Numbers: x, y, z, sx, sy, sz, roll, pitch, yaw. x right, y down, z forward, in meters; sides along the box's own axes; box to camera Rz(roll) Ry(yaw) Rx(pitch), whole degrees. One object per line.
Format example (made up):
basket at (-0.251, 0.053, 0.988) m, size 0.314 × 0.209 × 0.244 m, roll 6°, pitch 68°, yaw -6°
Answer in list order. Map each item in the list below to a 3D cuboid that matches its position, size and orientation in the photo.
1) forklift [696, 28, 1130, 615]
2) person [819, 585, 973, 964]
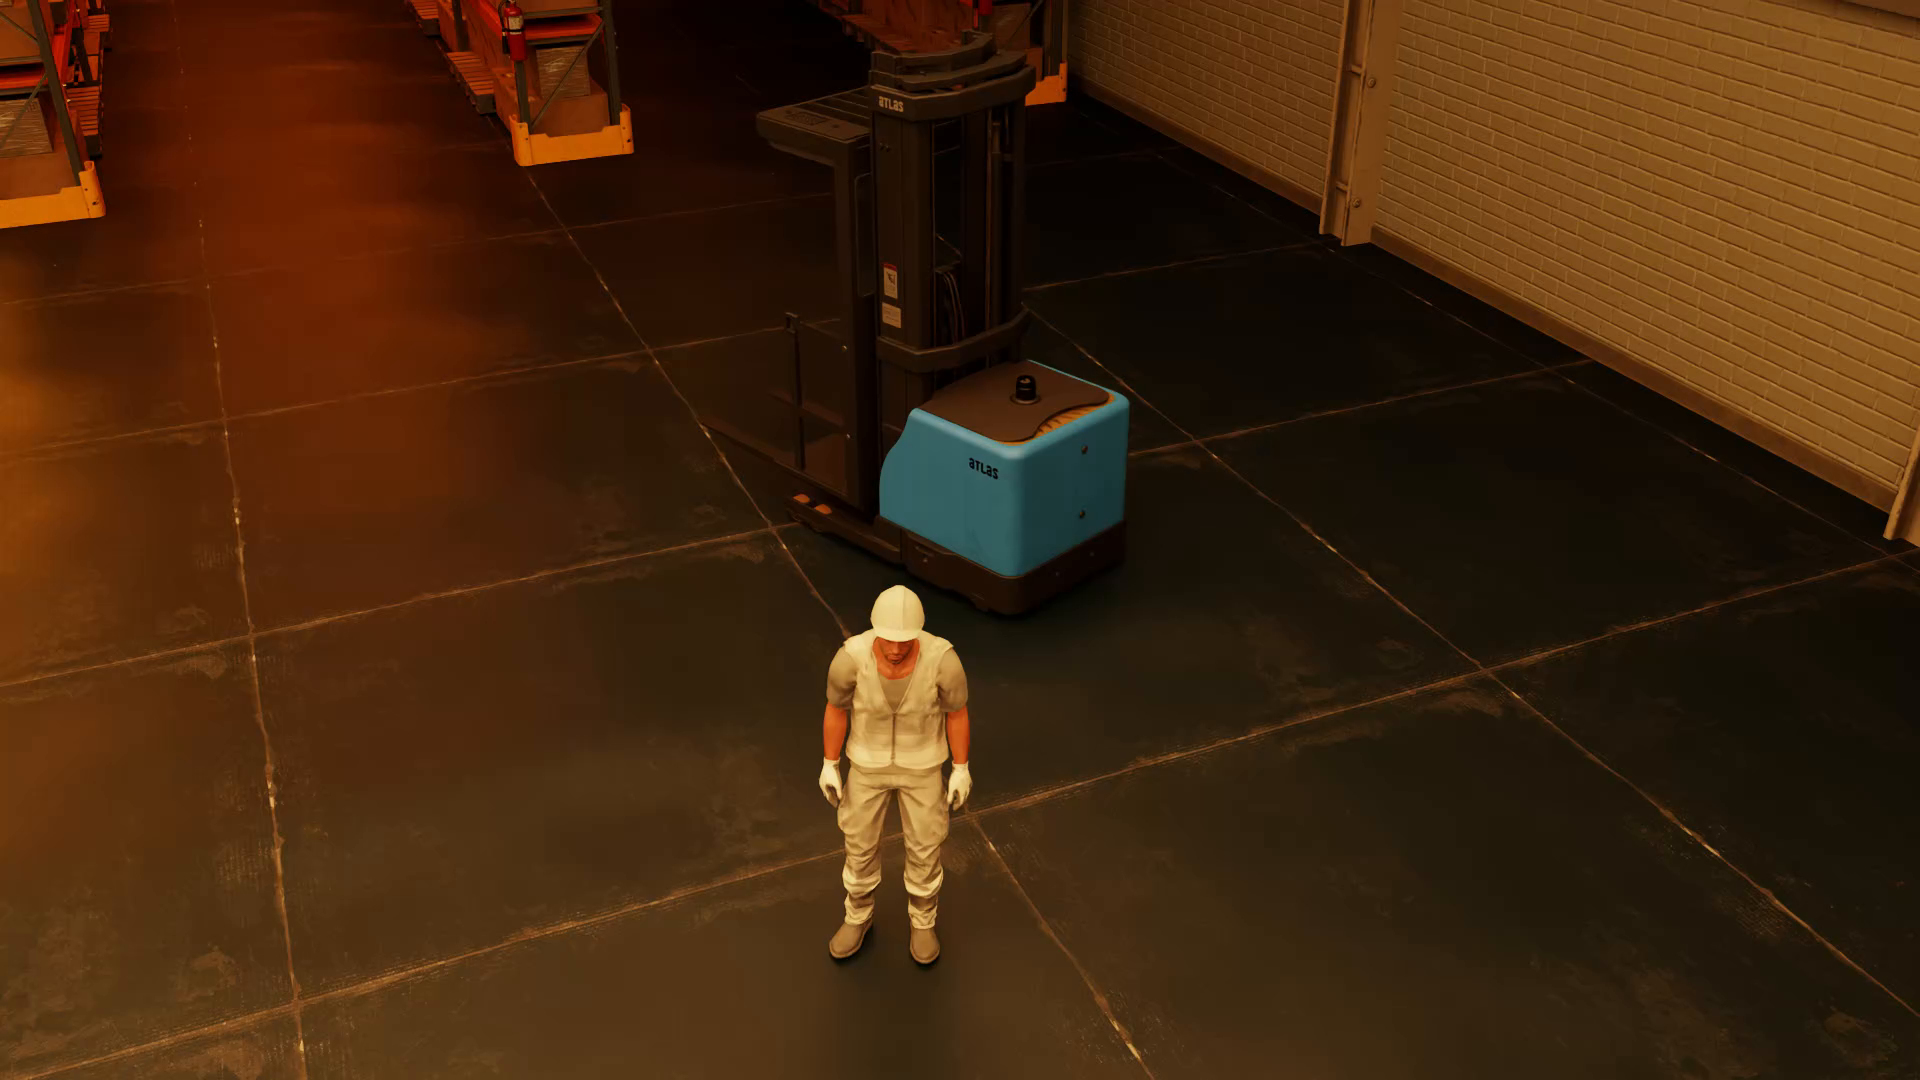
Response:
forklift at (-0.436, -1.483, 9.714) m, size 3.031 × 2.935 × 1.130 m, roll 26°, pitch 39°, yaw 37°
person at (-0.257, 0.927, 6.663) m, size 0.616 × 1.778 × 0.453 m, roll 1°, pitch 30°, yaw 2°
